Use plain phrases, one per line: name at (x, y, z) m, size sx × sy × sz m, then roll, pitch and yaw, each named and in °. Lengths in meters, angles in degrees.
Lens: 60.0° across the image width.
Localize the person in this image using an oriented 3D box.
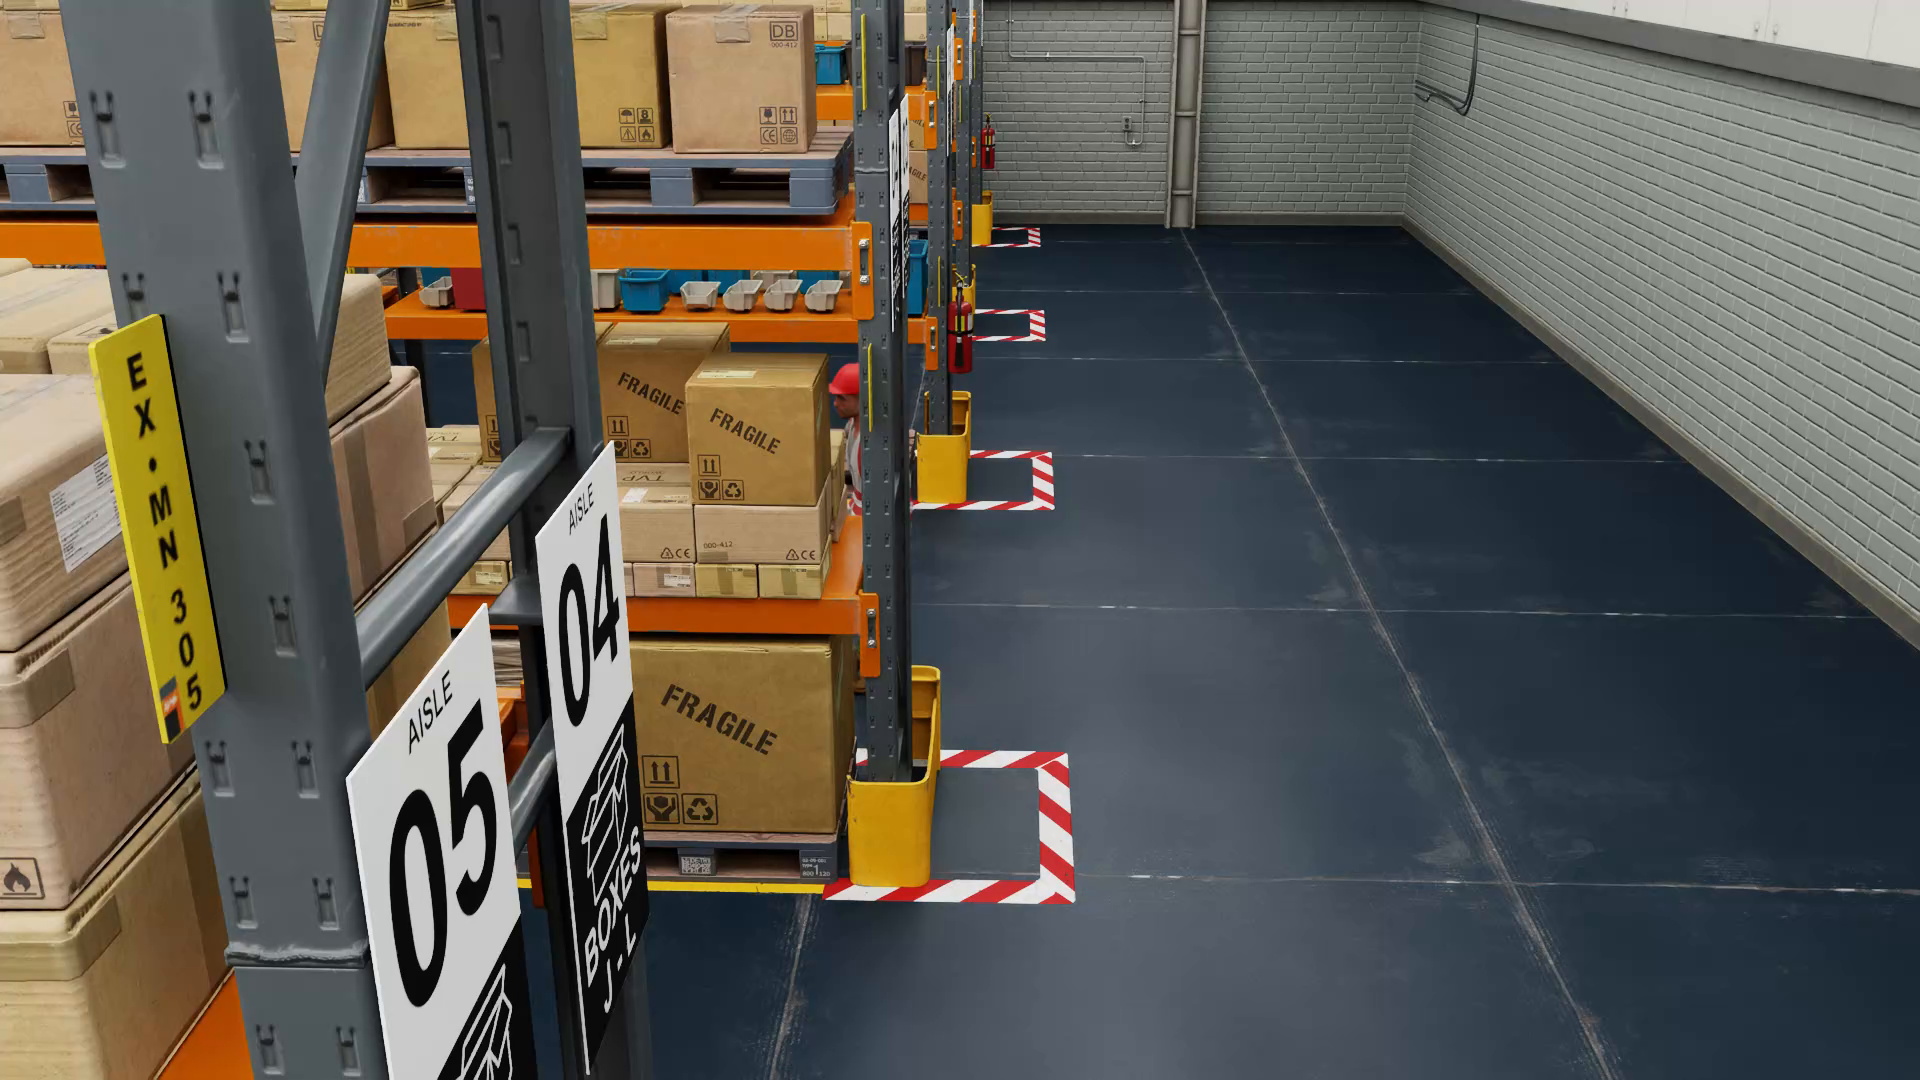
person at (-0.485, -0.071, 8.749) m, size 0.447 × 1.778 × 0.592 m, roll -6°, pitch 21°, yaw -14°
